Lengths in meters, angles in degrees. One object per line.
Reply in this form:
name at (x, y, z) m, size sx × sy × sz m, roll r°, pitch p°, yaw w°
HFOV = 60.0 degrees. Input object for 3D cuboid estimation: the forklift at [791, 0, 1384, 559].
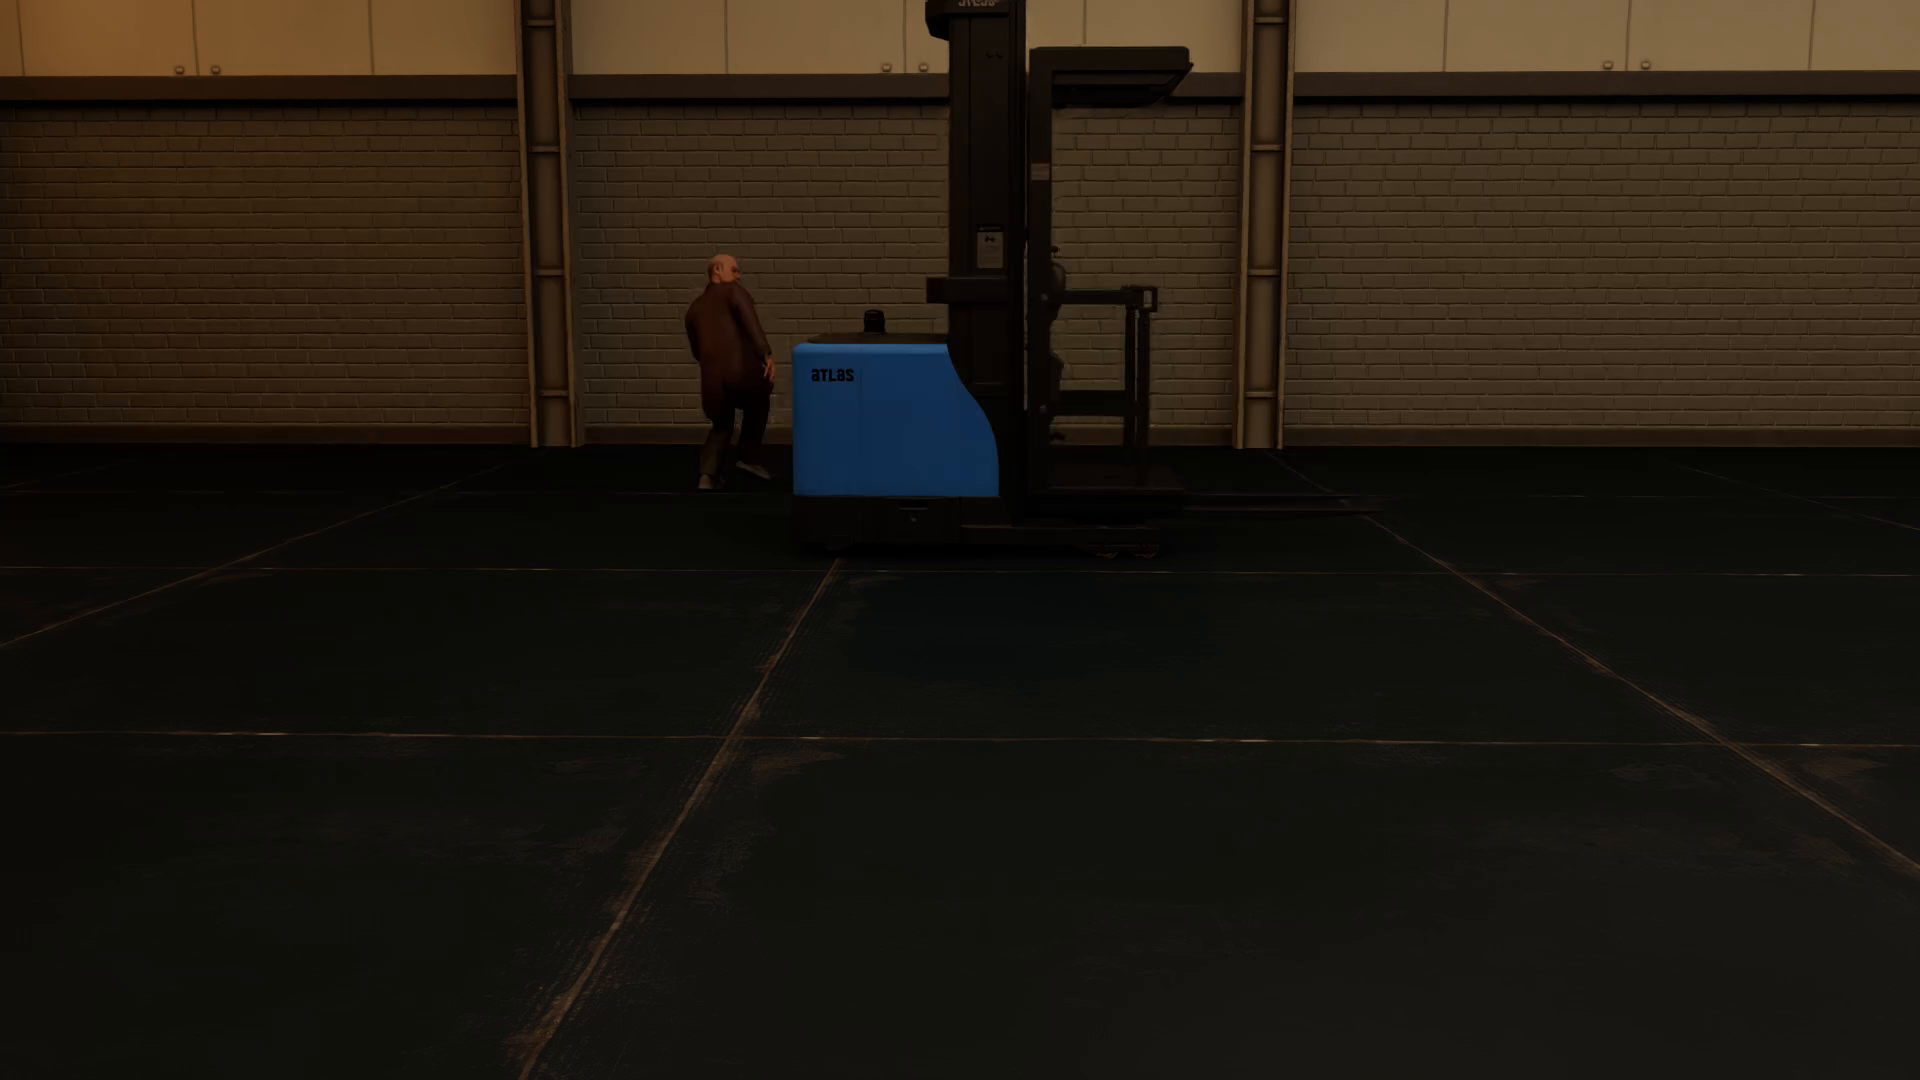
forklift at (0.666, -1.435, 8.688) m, size 3.031 × 2.935 × 1.130 m, roll 0°, pitch 9°, yaw 2°

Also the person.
person at (-1.472, -1.133, 11.290) m, size 0.806 × 1.583 × 0.801 m, roll 3°, pitch 9°, yaw 19°
